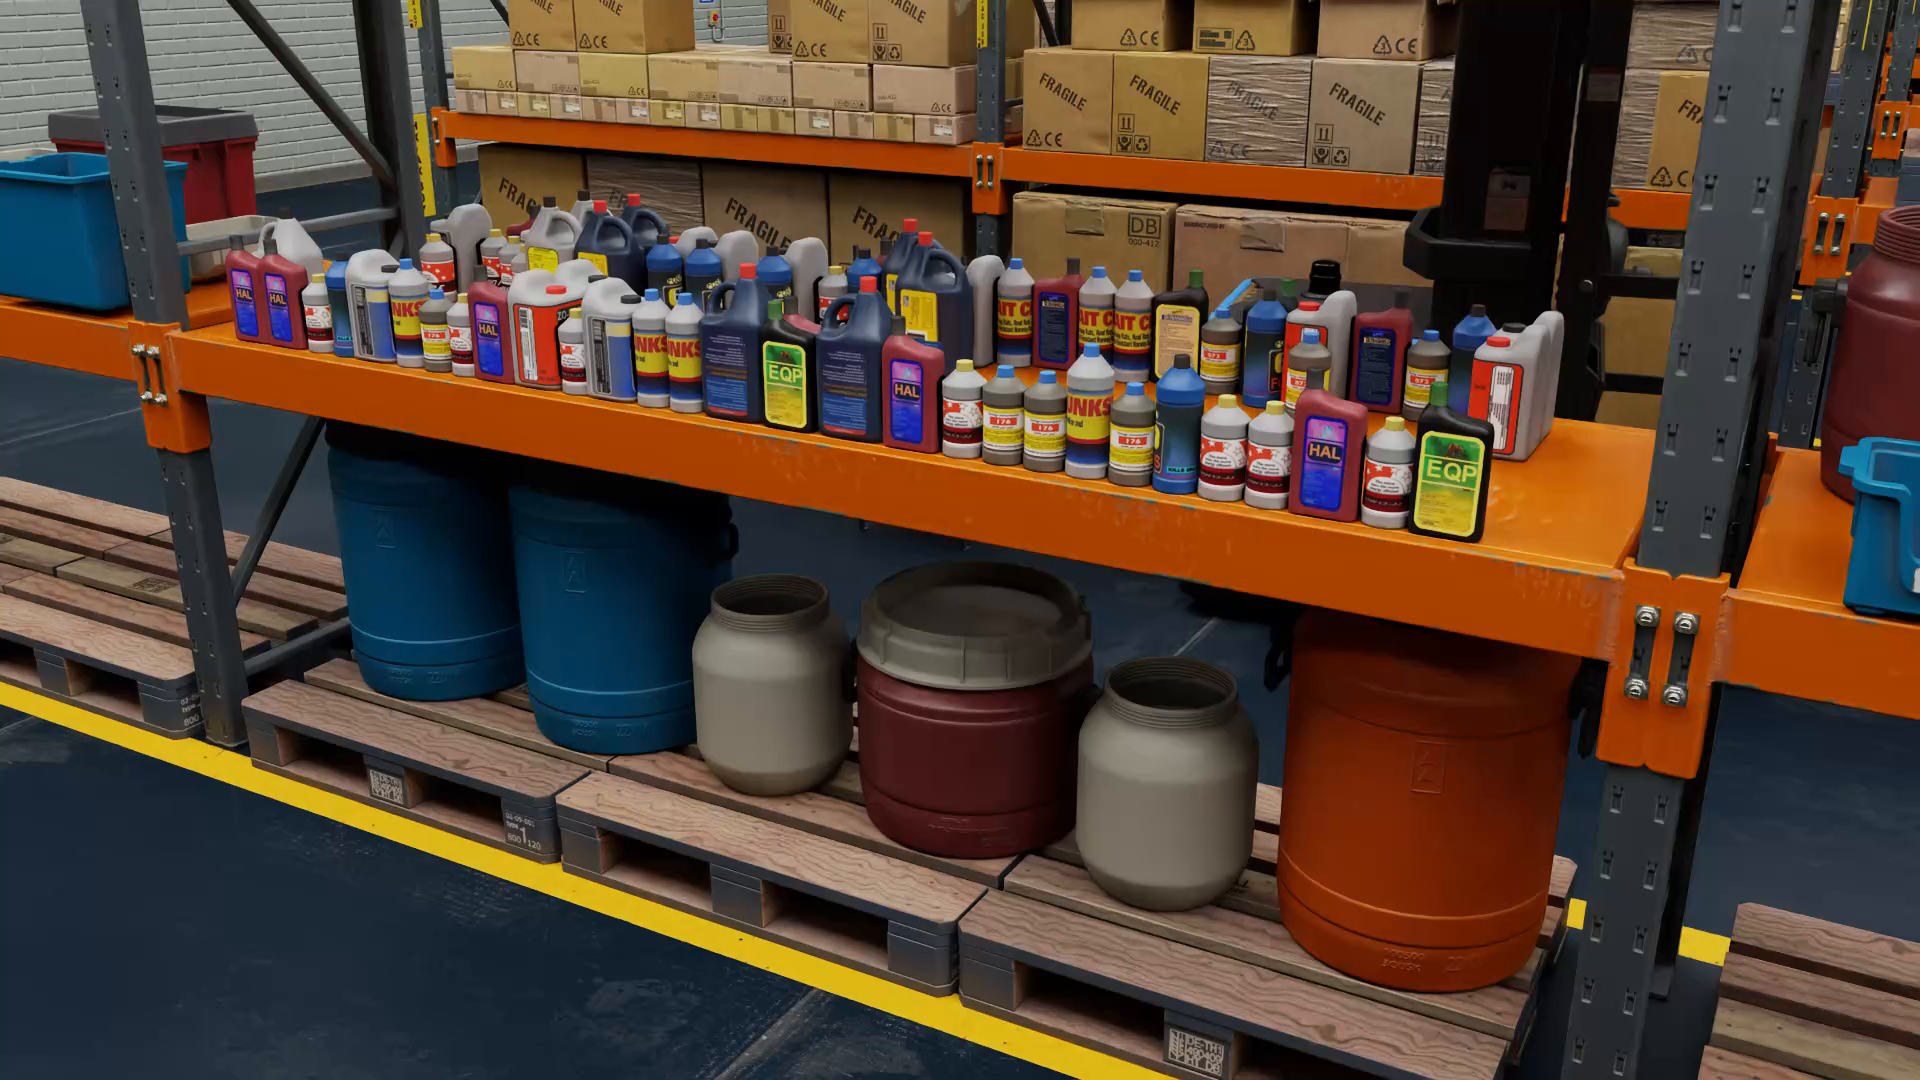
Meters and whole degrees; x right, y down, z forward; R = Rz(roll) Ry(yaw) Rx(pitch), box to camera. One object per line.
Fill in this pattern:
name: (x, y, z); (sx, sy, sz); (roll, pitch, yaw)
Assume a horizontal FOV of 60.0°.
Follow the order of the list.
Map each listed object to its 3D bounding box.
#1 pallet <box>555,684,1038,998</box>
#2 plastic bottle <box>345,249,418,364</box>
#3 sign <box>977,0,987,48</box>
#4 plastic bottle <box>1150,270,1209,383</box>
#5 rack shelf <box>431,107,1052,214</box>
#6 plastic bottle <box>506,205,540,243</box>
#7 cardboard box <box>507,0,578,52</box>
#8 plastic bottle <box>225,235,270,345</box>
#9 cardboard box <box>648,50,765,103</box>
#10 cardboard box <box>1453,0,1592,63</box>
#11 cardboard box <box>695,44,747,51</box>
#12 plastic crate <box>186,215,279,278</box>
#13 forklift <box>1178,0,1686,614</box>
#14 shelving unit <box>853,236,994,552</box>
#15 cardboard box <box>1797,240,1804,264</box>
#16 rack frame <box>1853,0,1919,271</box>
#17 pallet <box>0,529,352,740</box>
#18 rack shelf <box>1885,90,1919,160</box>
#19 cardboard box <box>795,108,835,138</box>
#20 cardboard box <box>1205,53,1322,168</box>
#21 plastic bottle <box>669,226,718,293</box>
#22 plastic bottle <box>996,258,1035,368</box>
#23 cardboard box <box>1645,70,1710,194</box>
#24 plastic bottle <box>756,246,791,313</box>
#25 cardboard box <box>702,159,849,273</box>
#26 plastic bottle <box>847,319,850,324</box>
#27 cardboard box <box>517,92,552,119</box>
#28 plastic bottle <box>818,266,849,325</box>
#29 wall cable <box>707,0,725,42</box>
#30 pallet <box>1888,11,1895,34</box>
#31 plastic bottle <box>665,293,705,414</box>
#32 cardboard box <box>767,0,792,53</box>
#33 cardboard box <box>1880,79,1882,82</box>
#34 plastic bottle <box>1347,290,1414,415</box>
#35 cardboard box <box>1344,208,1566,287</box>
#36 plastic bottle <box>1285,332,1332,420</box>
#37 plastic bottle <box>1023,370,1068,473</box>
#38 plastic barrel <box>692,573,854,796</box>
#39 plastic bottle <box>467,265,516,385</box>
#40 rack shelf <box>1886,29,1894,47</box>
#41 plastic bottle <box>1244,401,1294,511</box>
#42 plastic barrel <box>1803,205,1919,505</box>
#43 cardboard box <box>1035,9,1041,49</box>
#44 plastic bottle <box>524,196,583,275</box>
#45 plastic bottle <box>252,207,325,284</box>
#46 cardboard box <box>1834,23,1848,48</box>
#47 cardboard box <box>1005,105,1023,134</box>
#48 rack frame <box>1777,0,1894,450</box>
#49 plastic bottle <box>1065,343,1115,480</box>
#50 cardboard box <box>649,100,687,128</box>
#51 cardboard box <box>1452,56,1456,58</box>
pallet: (-0.310, 0.731, 4.540); (1.213, 0.211, 1.003); (11, 23, 27)
plastic bottle: (-1.495, -0.614, 4.340); (0.135, 0.276, 0.152); (11, 23, 27)
sign: (0.113, -2.676, 8.459); (0.005, 0.325, 0.100); (11, 23, 27)
plastic bottle: (0.539, -0.522, 4.078); (0.133, 0.283, 0.061); (11, 23, 27)
rack shelf: (-1.363, -2.392, 10.116); (4.000, 0.370, 1.077); (11, 23, 27)
plastic bottle: (-1.307, -0.874, 5.047); (0.133, 0.283, 0.061); (11, 23, 27)
cardboard box: (-2.385, -3.241, 10.086); (0.500, 0.500, 0.500); (10, 22, 26)
plastic bottle: (-1.921, -0.680, 4.513); (0.133, 0.283, 0.061); (11, 23, 27)
cardboard box: (-1.470, -2.718, 9.742); (0.500, 0.250, 0.500); (10, 22, 26)
cardboard box: (2.677, -2.487, 7.704); (0.637, 0.503, 0.797); (11, 23, 29)
cardboard box: (-1.670, -2.962, 10.414); (0.500, 0.250, 0.500); (10, 22, 25)
plastic crate: (-2.369, -0.947, 5.377); (0.243, 0.136, 0.396); (11, 23, 27)
forklift: (2.383, -1.104, 5.610); (3.031, 2.935, 1.130); (7, 21, 18)
shelving unit: (-0.145, -0.592, 6.736); (0.503, 1.200, 0.258); (11, 23, 27)
cardboard box: (5.680, -2.246, 11.708); (0.500, 0.500, 0.500); (11, 23, 27)
rack frame: (6.382, -3.192, 11.267); (0.127, 3.000, 1.000); (11, 23, 27)
pallet: (-2.694, 0.277, 5.792); (1.213, 0.211, 1.003); (11, 23, 27)
rack shelf: (8.128, -2.521, 10.472); (4.000, 0.370, 1.077); (11, 23, 27)
cardboard box: (-0.717, -2.361, 9.343); (0.250, 0.149, 0.380); (11, 23, 28)
cardboard box: (1.538, -2.127, 8.183); (0.500, 0.500, 0.500); (10, 22, 26)
plastic bottle: (-0.772, -0.751, 4.718); (0.135, 0.276, 0.152); (11, 23, 27)
plastic bottle: (0.143, -0.585, 4.268); (0.097, 0.271, 0.097); (0, 20, 0)
cardboard box: (3.323, -1.788, 7.248); (0.500, 0.500, 0.500); (12, 23, 29)
plastic bottle: (-0.496, -0.648, 4.440); (0.097, 0.271, 0.097); (0, 20, 0)
cardboard box: (-0.940, -1.880, 10.148); (0.875, 0.875, 0.875); (11, 23, 27)
plastic bottle: (-0.191, -0.407, 3.760); (0.133, 0.283, 0.061); (11, 23, 27)
cardboard box: (-2.512, -2.703, 10.286); (0.250, 0.149, 0.380); (10, 22, 26)
plastic bottle: (-0.337, -0.644, 4.532); (0.097, 0.201, 0.097); (0, 20, 0)
wall cable: (-3.210, -7.436, 21.430); (0.123, 1.953, 0.585); (11, 23, 27)
pallet: (10.499, -6.163, 19.737); (1.003, 0.211, 1.213); (11, 23, 27)
plastic bottle: (-0.631, -0.436, 3.857); (0.097, 0.271, 0.097); (0, 20, 0)
cardboard box: (-0.793, -3.145, 9.819); (0.500, 0.500, 0.500); (10, 22, 26)
cardboard box: (10.894, -5.337, 20.229); (0.500, 0.500, 0.500); (12, 23, 29)
plastic bottle: (0.975, -0.440, 3.849); (0.133, 0.283, 0.061); (11, 23, 27)
cardboard box: (2.508, -1.203, 8.281); (0.875, 0.875, 1.225); (11, 23, 27)
plastic bottle: (0.791, -0.369, 3.776); (0.097, 0.201, 0.097); (0, 20, 0)
plastic bottle: (0.180, -0.249, 3.443); (0.097, 0.201, 0.097); (0, 20, 0)
plastic barrel: (-0.499, 0.383, 4.444); (0.421, 0.512, 0.421); (0, 20, 0)
plastic bottle: (-1.145, -0.533, 4.106); (0.133, 0.283, 0.061); (11, 23, 27)
rack shelf: (9.379, -6.155, 20.490); (4.000, 0.370, 1.077); (11, 23, 27)
plastic bottle: (0.605, -0.168, 3.220); (0.097, 0.201, 0.097); (0, 20, 0)
plastic barrel: (2.012, -0.335, 3.190); (0.708, 0.536, 0.600); (11, 23, 27)
cardboard box: (0.556, -4.386, 13.974); (0.500, 0.500, 0.500); (11, 23, 28)
plastic bottle: (-1.141, -0.802, 4.749); (0.185, 0.351, 0.144); (11, 23, 27)
plastic bottle: (-1.848, -0.738, 4.574); (0.185, 0.351, 0.144); (11, 23, 27)
cardboard box: (5.729, -3.358, 11.040); (0.250, 0.149, 0.380); (11, 23, 28)
cardboard box: (0.287, -2.428, 9.528); (0.250, 0.149, 0.380); (11, 23, 27)
rack frame: (3.875, -1.732, 7.242); (0.127, 3.000, 1.000); (11, 23, 27)
plastic bottle: (0.265, -0.266, 3.387); (0.097, 0.271, 0.097); (0, 20, 0)
cardboard box: (-1.617, -2.532, 9.815); (0.250, 0.149, 0.380); (10, 22, 26)
cardboard box: (2.683, -2.111, 8.138); (0.500, 0.500, 0.500); (10, 22, 26)
